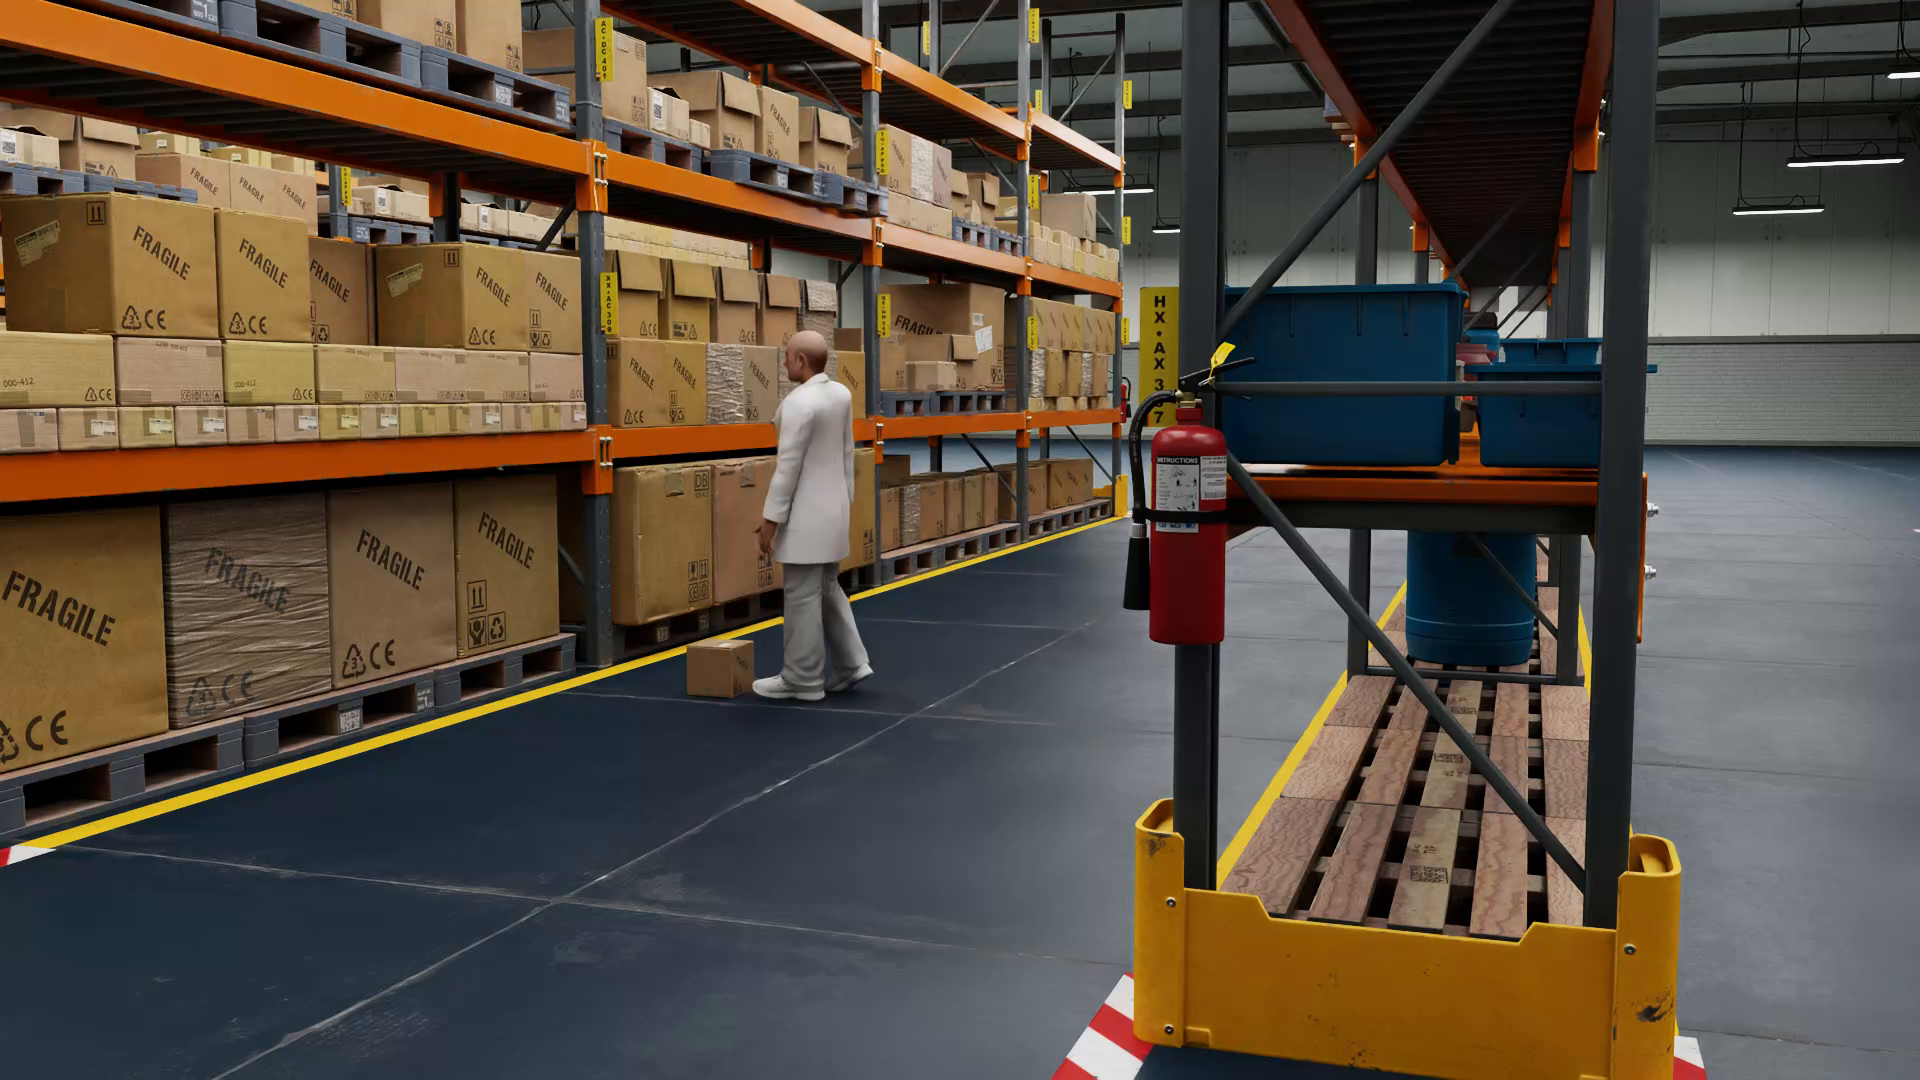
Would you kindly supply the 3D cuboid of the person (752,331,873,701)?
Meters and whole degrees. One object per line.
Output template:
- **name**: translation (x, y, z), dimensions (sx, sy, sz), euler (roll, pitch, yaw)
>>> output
- **person**: translation (-0.739, -0.098, 8.114), dimensions (0.543, 1.829, 0.639), euler (2, 5, 18)
